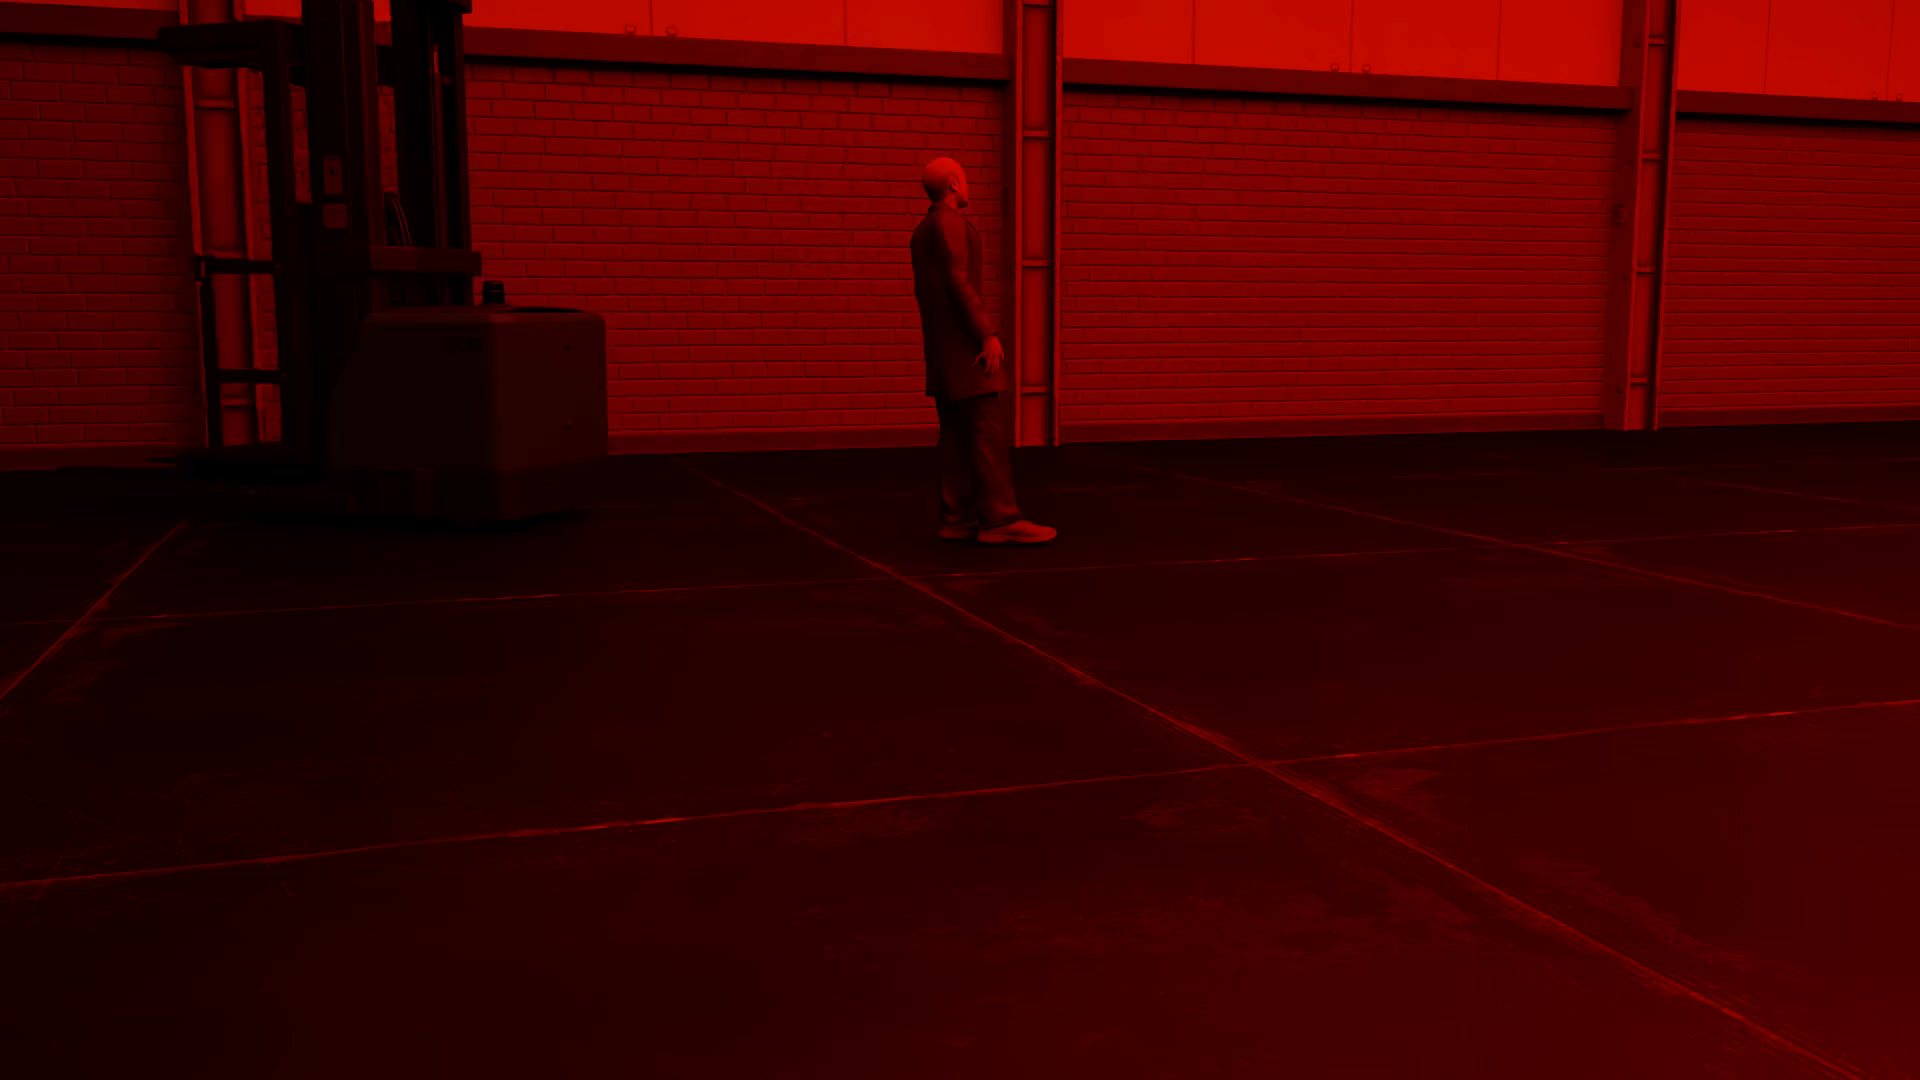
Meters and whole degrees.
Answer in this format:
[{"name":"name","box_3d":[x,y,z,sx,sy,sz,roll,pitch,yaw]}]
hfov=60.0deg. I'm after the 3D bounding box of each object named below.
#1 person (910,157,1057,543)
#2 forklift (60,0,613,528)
[{"name":"person","box_3d":[0.088,-0.892,7.828,0.579,1.778,0.698,-3,8,-18]},{"name":"forklift","box_3d":[-3.450,-1.607,8.867,3.031,2.935,1.130,3,8,19]}]
